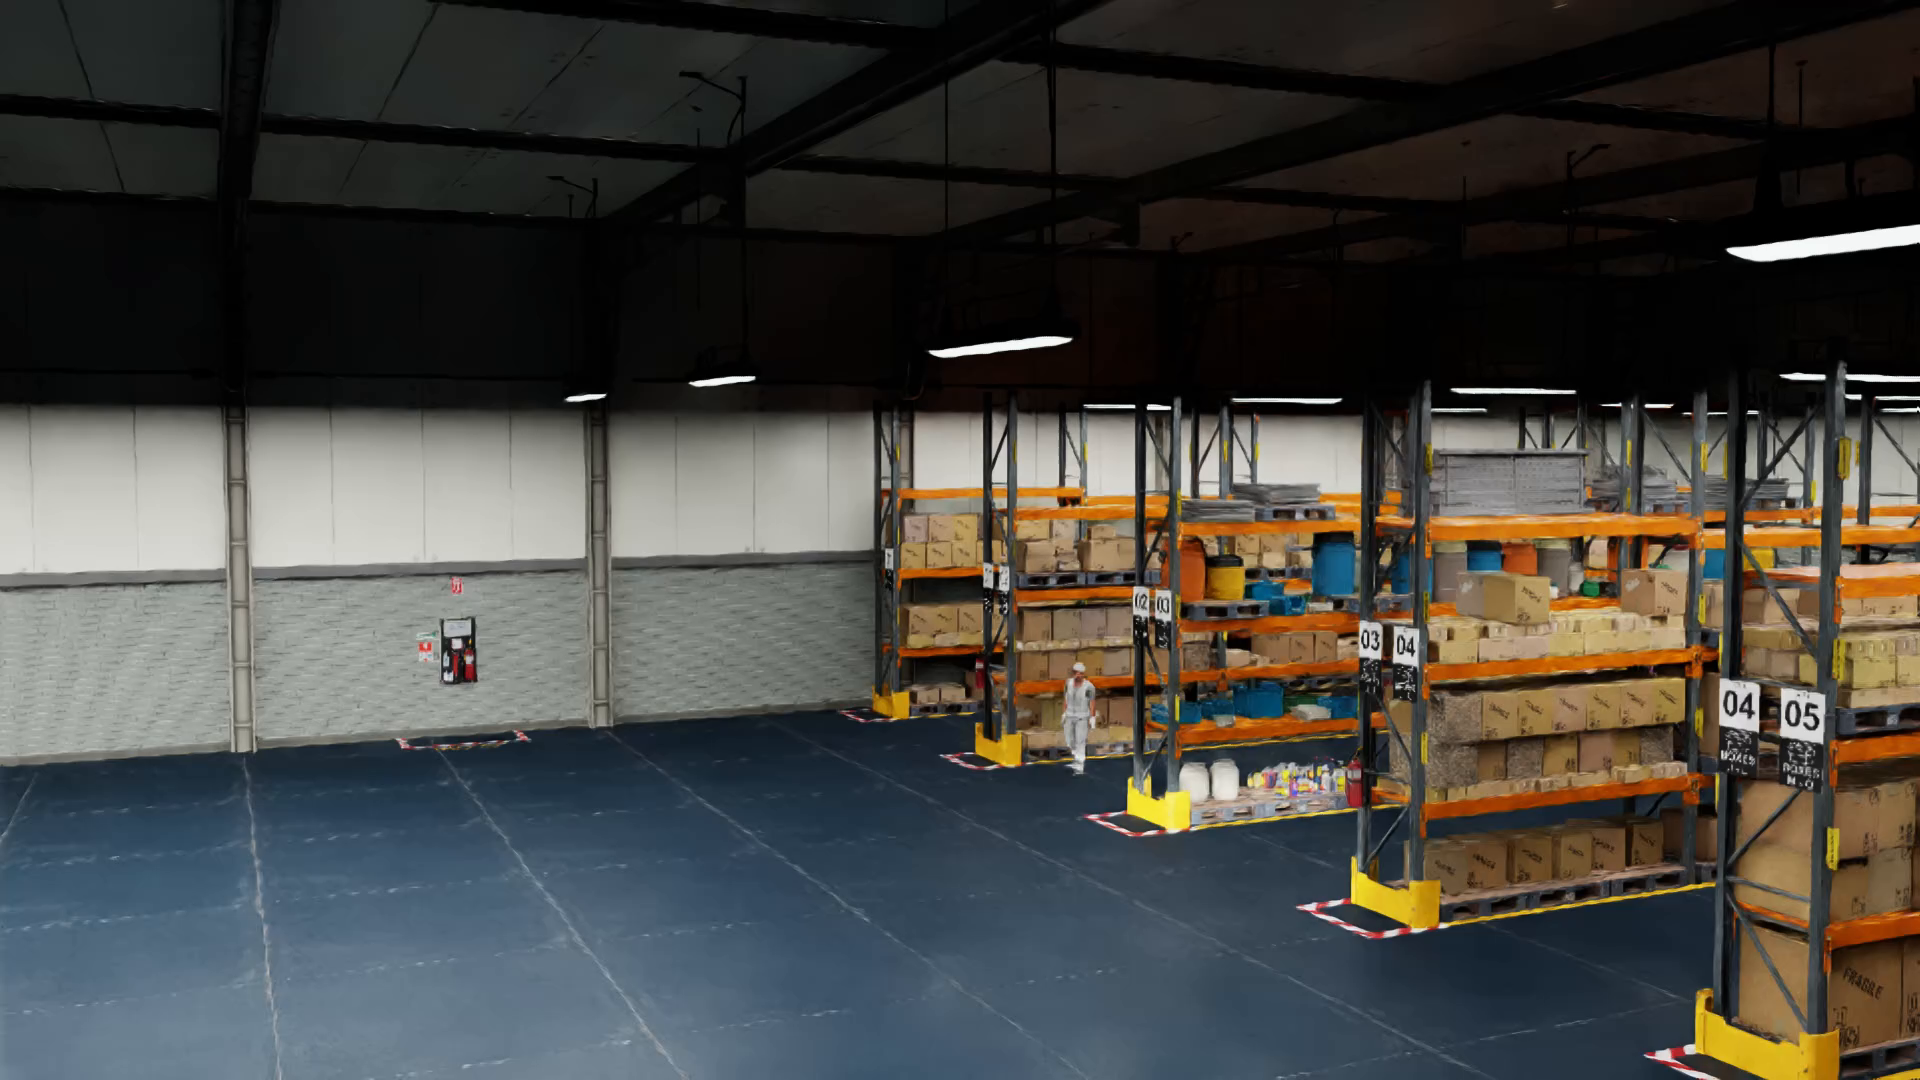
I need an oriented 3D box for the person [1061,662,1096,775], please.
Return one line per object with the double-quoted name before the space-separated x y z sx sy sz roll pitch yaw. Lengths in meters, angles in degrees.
"person" 1.869 2.768 25.997 0.582 1.776 0.574 2 4 31
